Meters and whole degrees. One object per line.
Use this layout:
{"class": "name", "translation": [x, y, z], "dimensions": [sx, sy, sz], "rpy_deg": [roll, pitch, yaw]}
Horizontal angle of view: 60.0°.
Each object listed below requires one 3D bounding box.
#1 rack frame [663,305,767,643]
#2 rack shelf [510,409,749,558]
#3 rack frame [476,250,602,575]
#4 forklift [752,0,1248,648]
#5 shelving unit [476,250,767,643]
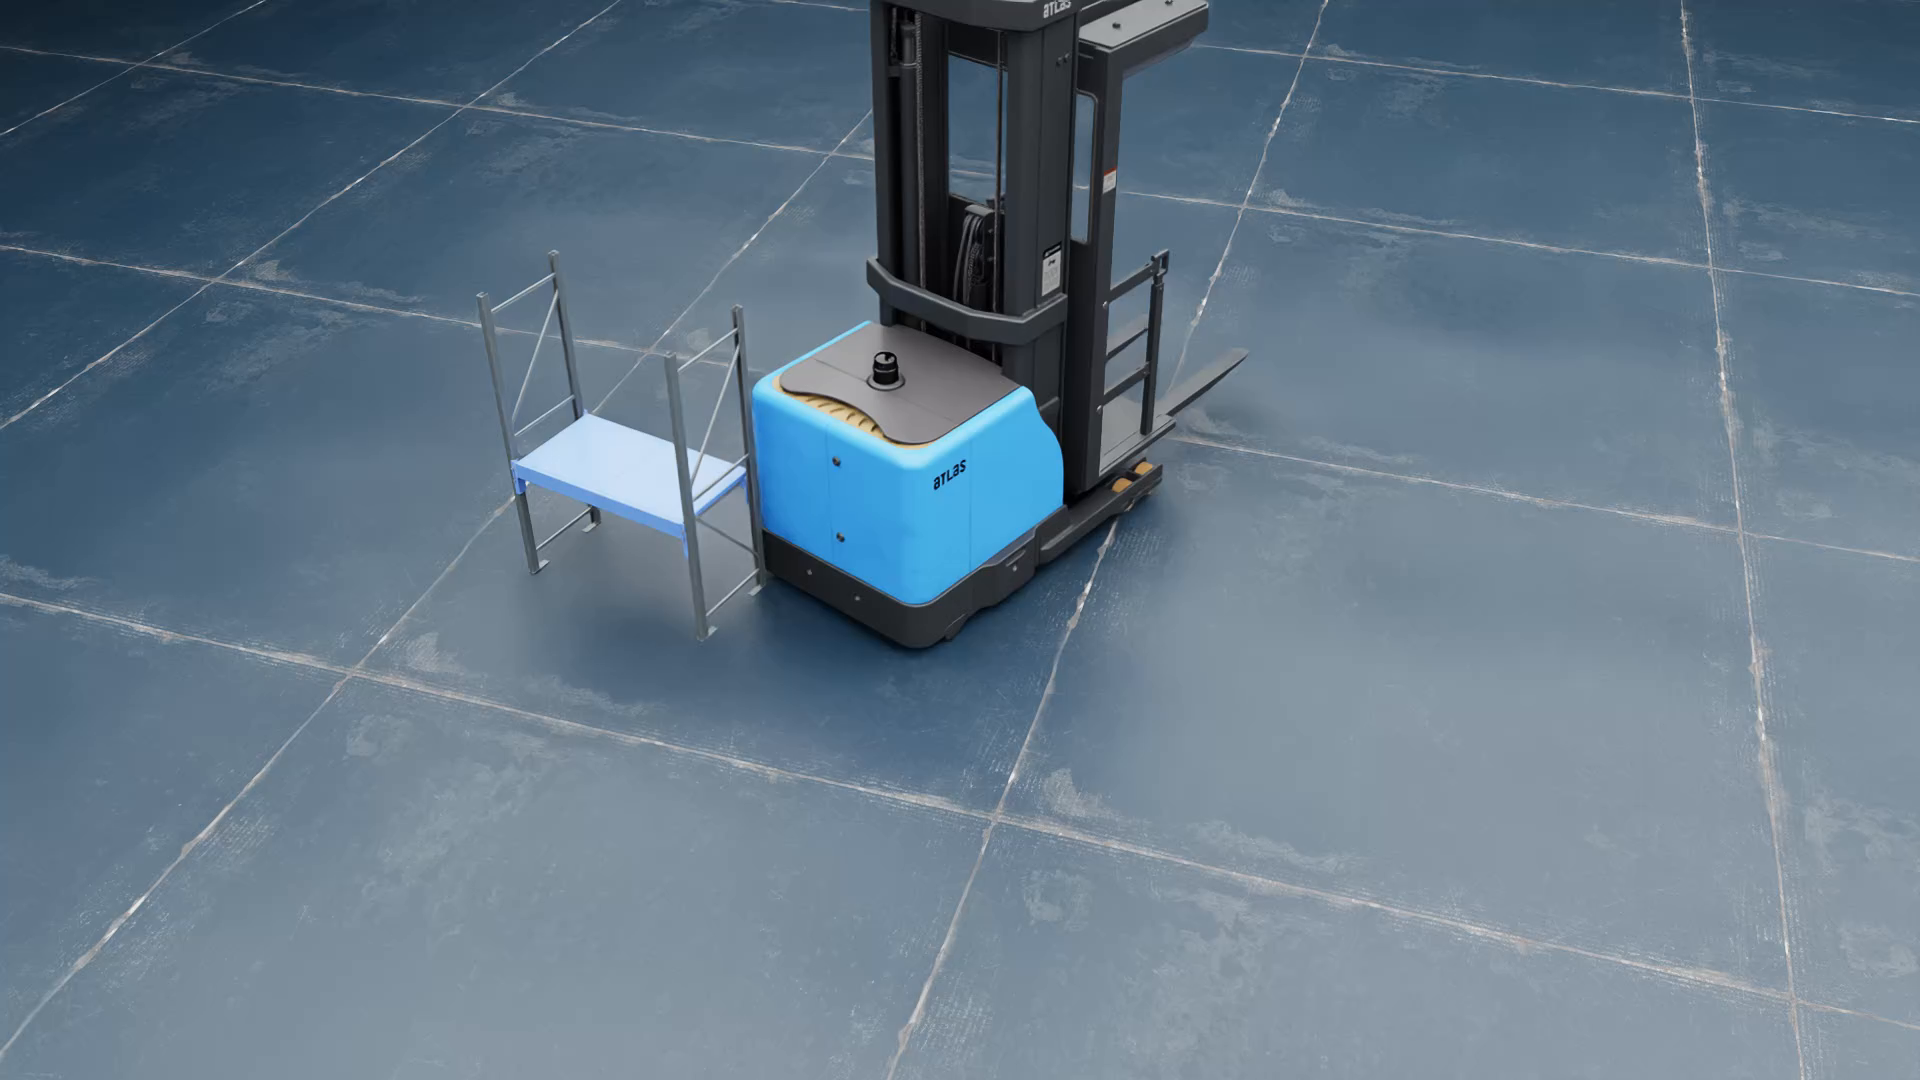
{"class": "rack frame", "translation": [-1.063, -0.266, 7.347], "dimensions": [0.032, 1.500, 0.500], "rpy_deg": [19, 40, 24]}
{"class": "rack shelf", "translation": [-1.503, -0.273, 7.659], "dimensions": [1.000, 0.185, 0.538], "rpy_deg": [19, 40, 24]}
{"class": "rack frame", "translation": [-1.942, -0.570, 7.759], "dimensions": [0.032, 1.500, 0.500], "rpy_deg": [19, 40, 24]}
{"class": "forklift", "translation": [0.390, -1.498, 7.812], "dimensions": [1.130, 2.935, 3.031], "rpy_deg": [26, 44, 31]}
{"class": "shelving unit", "translation": [-1.503, -0.418, 7.553], "dimensions": [1.048, 1.500, 0.538], "rpy_deg": [19, 40, 24]}
